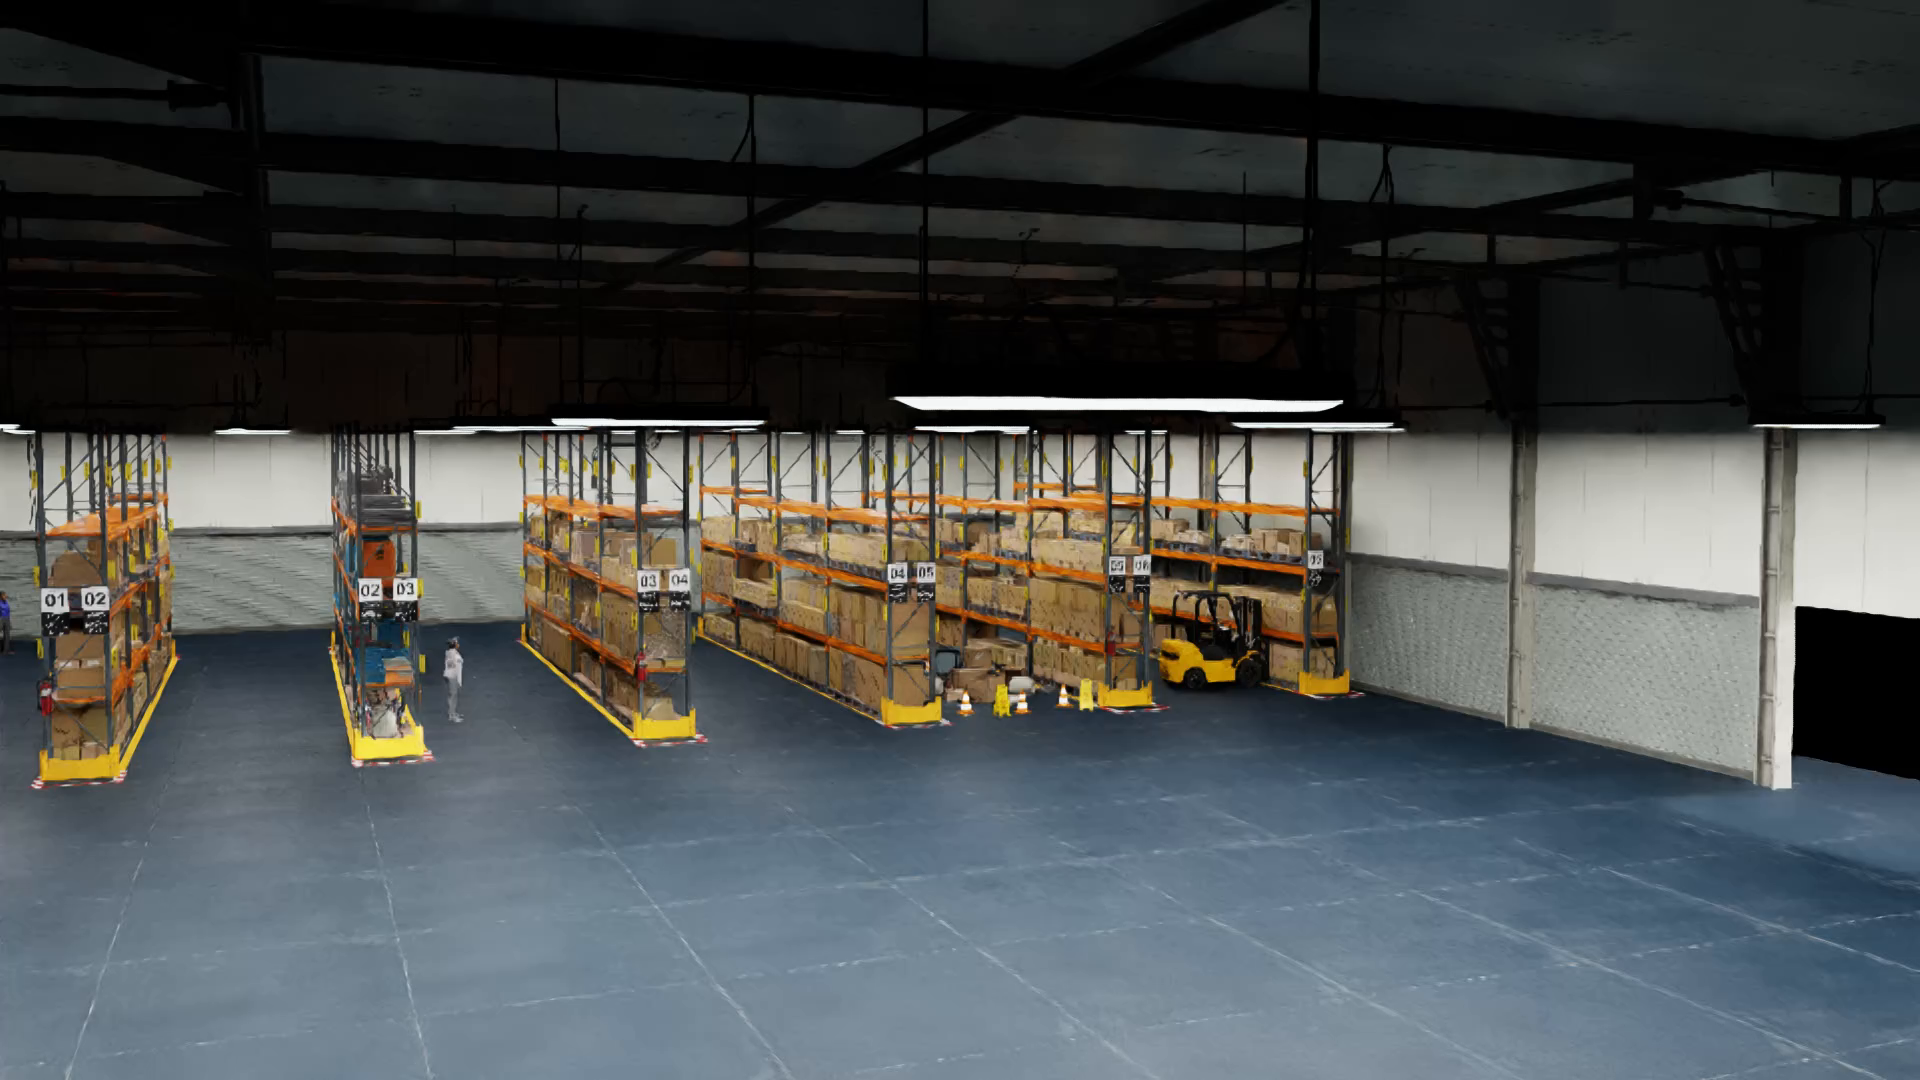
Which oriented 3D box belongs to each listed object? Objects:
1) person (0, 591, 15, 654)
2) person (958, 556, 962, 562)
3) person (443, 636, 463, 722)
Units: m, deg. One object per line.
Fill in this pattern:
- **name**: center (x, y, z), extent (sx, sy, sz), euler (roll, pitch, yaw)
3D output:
- **person**: center (-25.244, 2.178, 43.636), extent (0.454, 1.656, 0.650), euler (1, 4, 17)
- **person**: center (0.125, 1.380, 55.631), extent (0.640, 1.789, 0.543), euler (2, 4, 29)
- **person**: center (-10.141, 2.783, 33.407), extent (0.434, 1.682, 0.554), euler (-3, 5, -44)
